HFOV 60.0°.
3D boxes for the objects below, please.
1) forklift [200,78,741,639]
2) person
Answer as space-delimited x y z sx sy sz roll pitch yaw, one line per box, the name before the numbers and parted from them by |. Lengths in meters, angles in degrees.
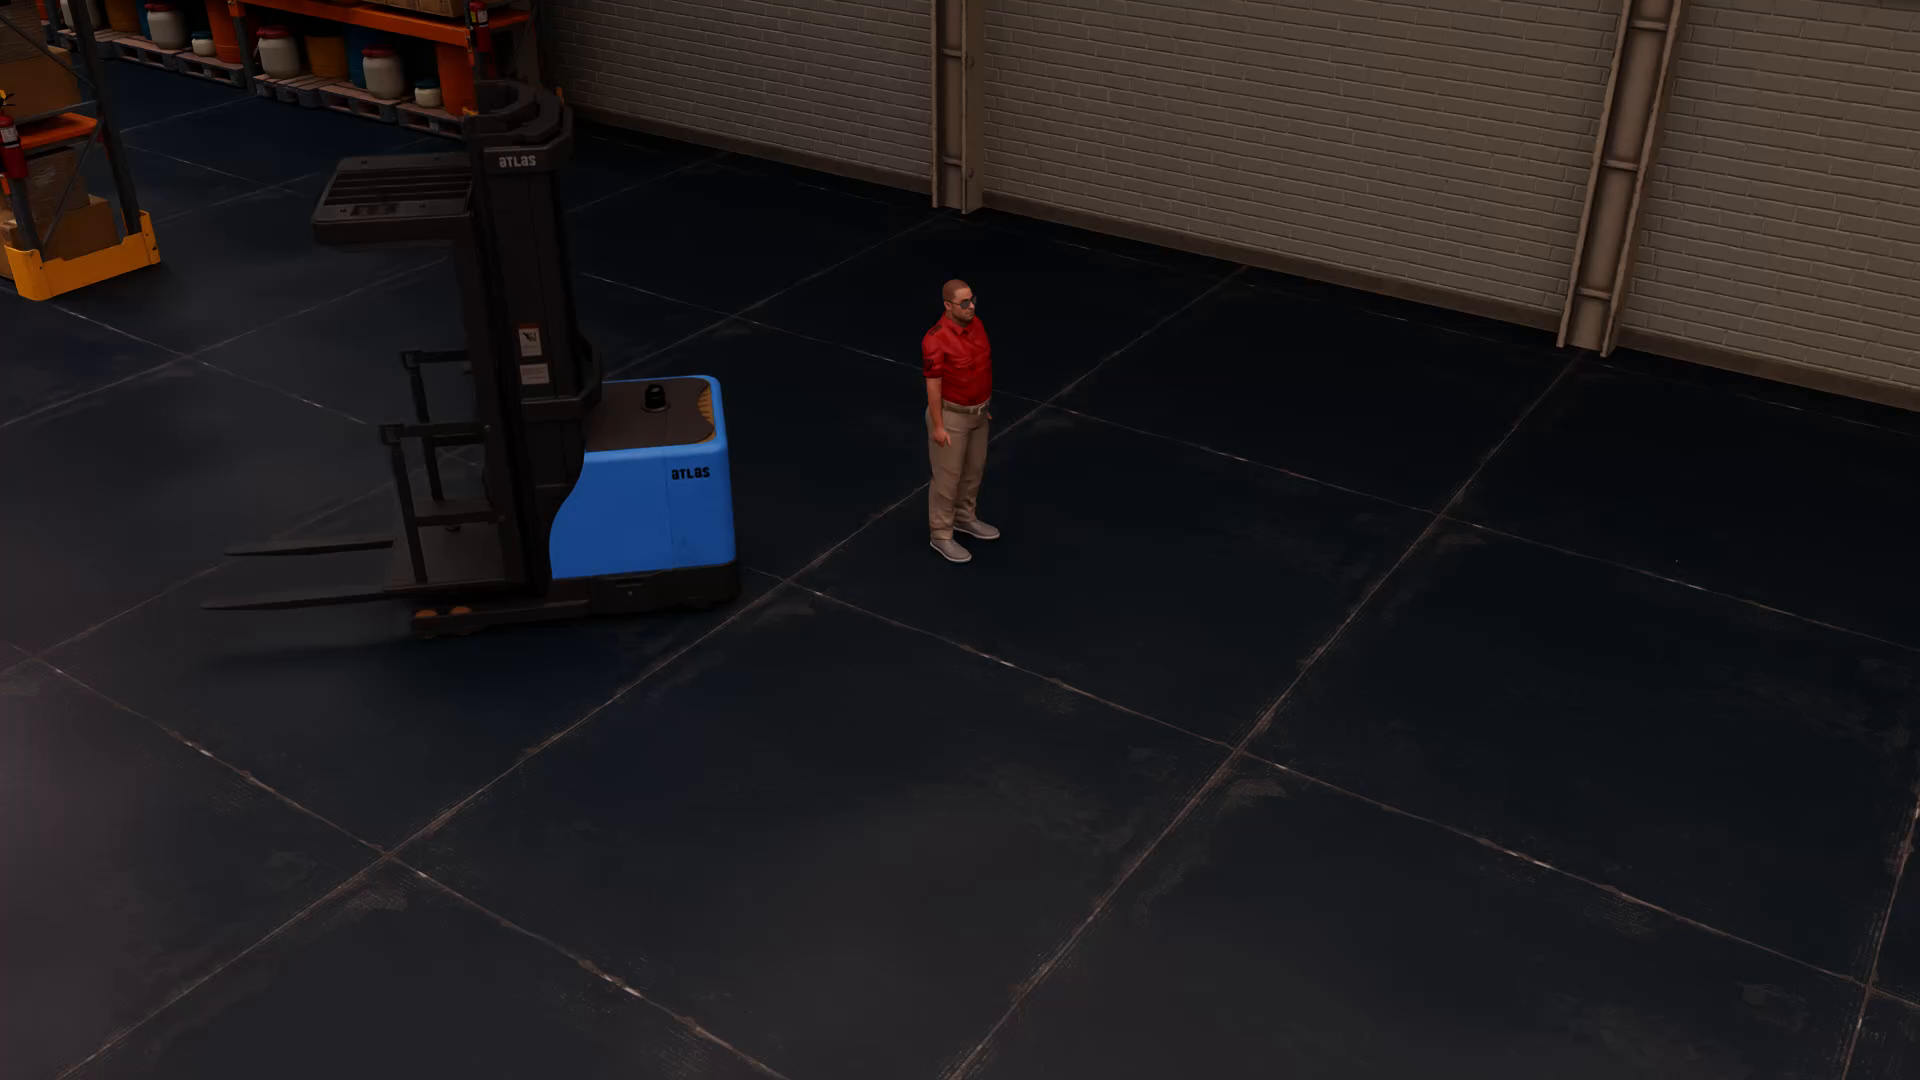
forklift | -2.861 -0.988 9.282 3.031 2.935 1.130 -5 31 -9
person | 0.016 -0.743 10.064 0.385 1.728 0.526 19 35 29
